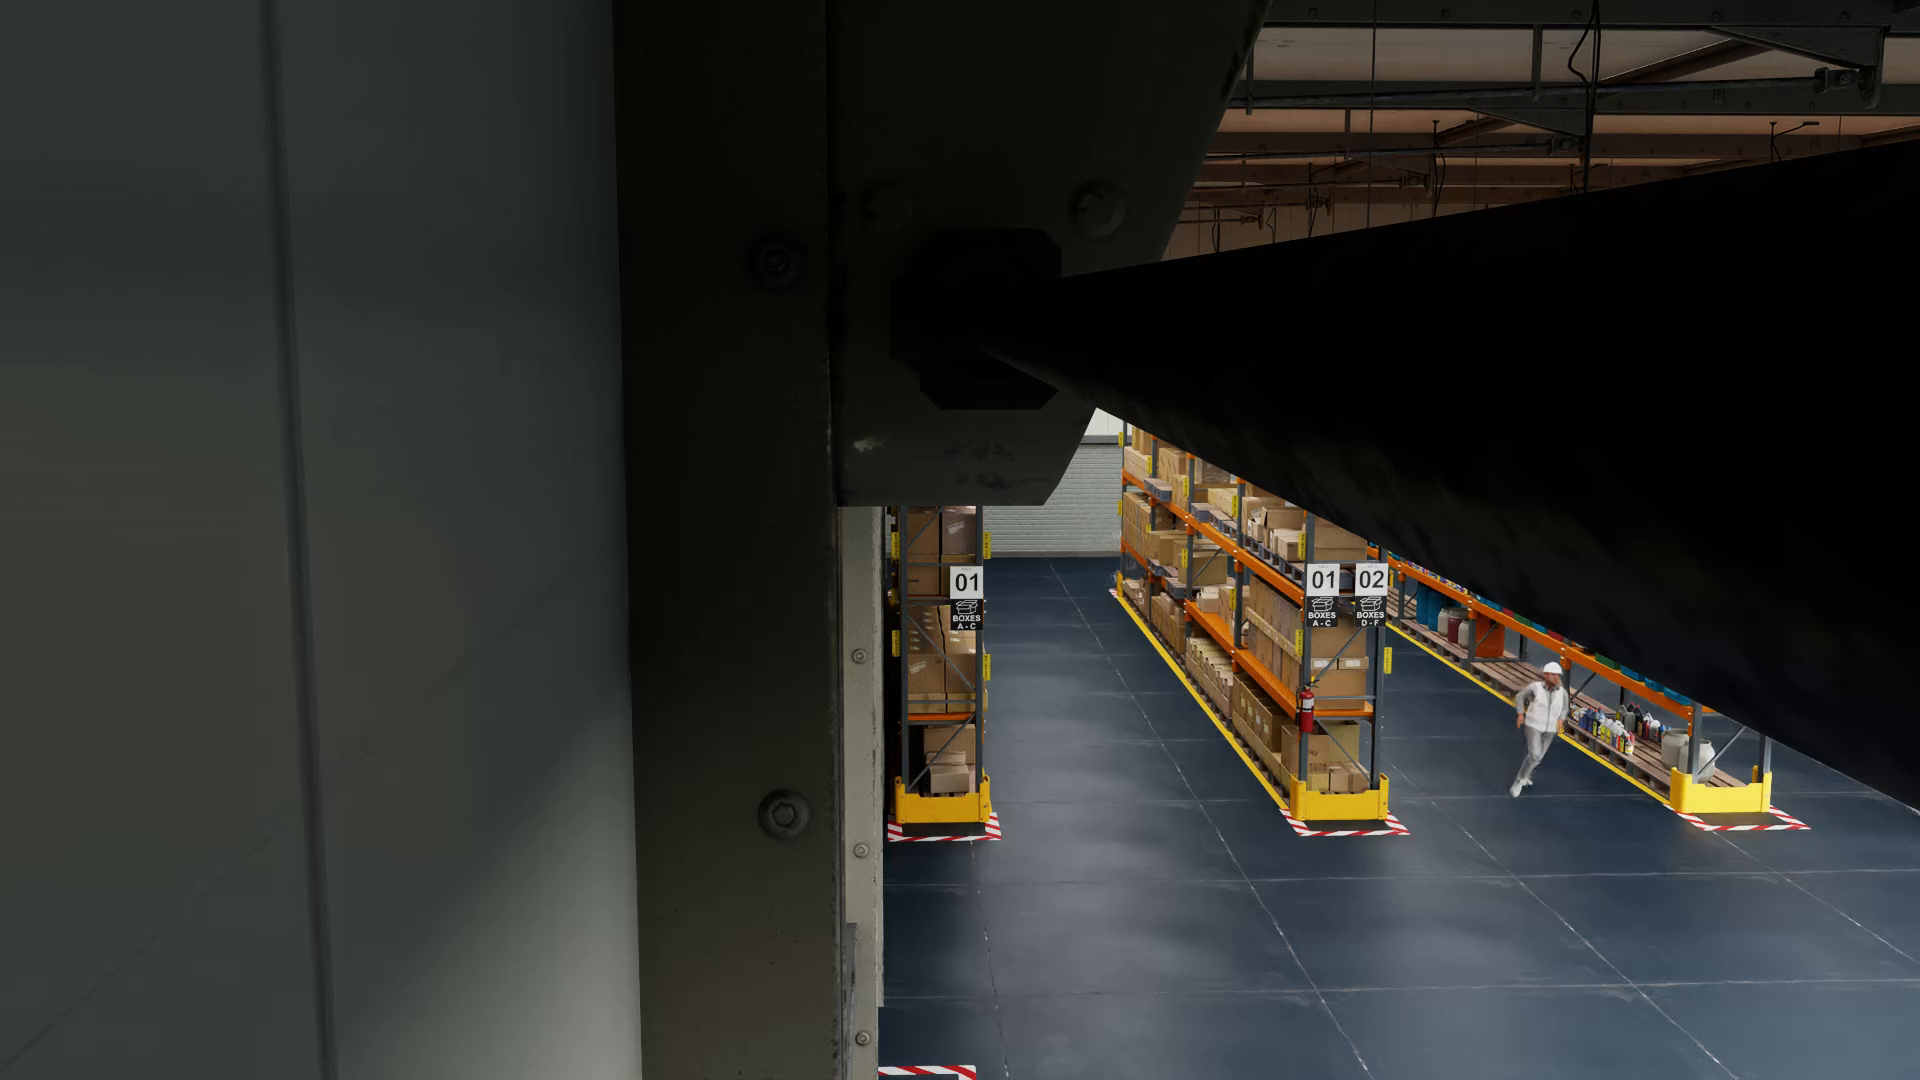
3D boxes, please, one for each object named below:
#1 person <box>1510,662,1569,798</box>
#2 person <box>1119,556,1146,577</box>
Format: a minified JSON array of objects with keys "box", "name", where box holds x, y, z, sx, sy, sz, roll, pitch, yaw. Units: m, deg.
[{"box":[7.489,2.433,21.620,0.787,1.729,0.783,-1,8,-6],"name":"person"},{"box":[4.003,0.311,37.559,0.963,1.468,0.544,6,10,37],"name":"person"}]
